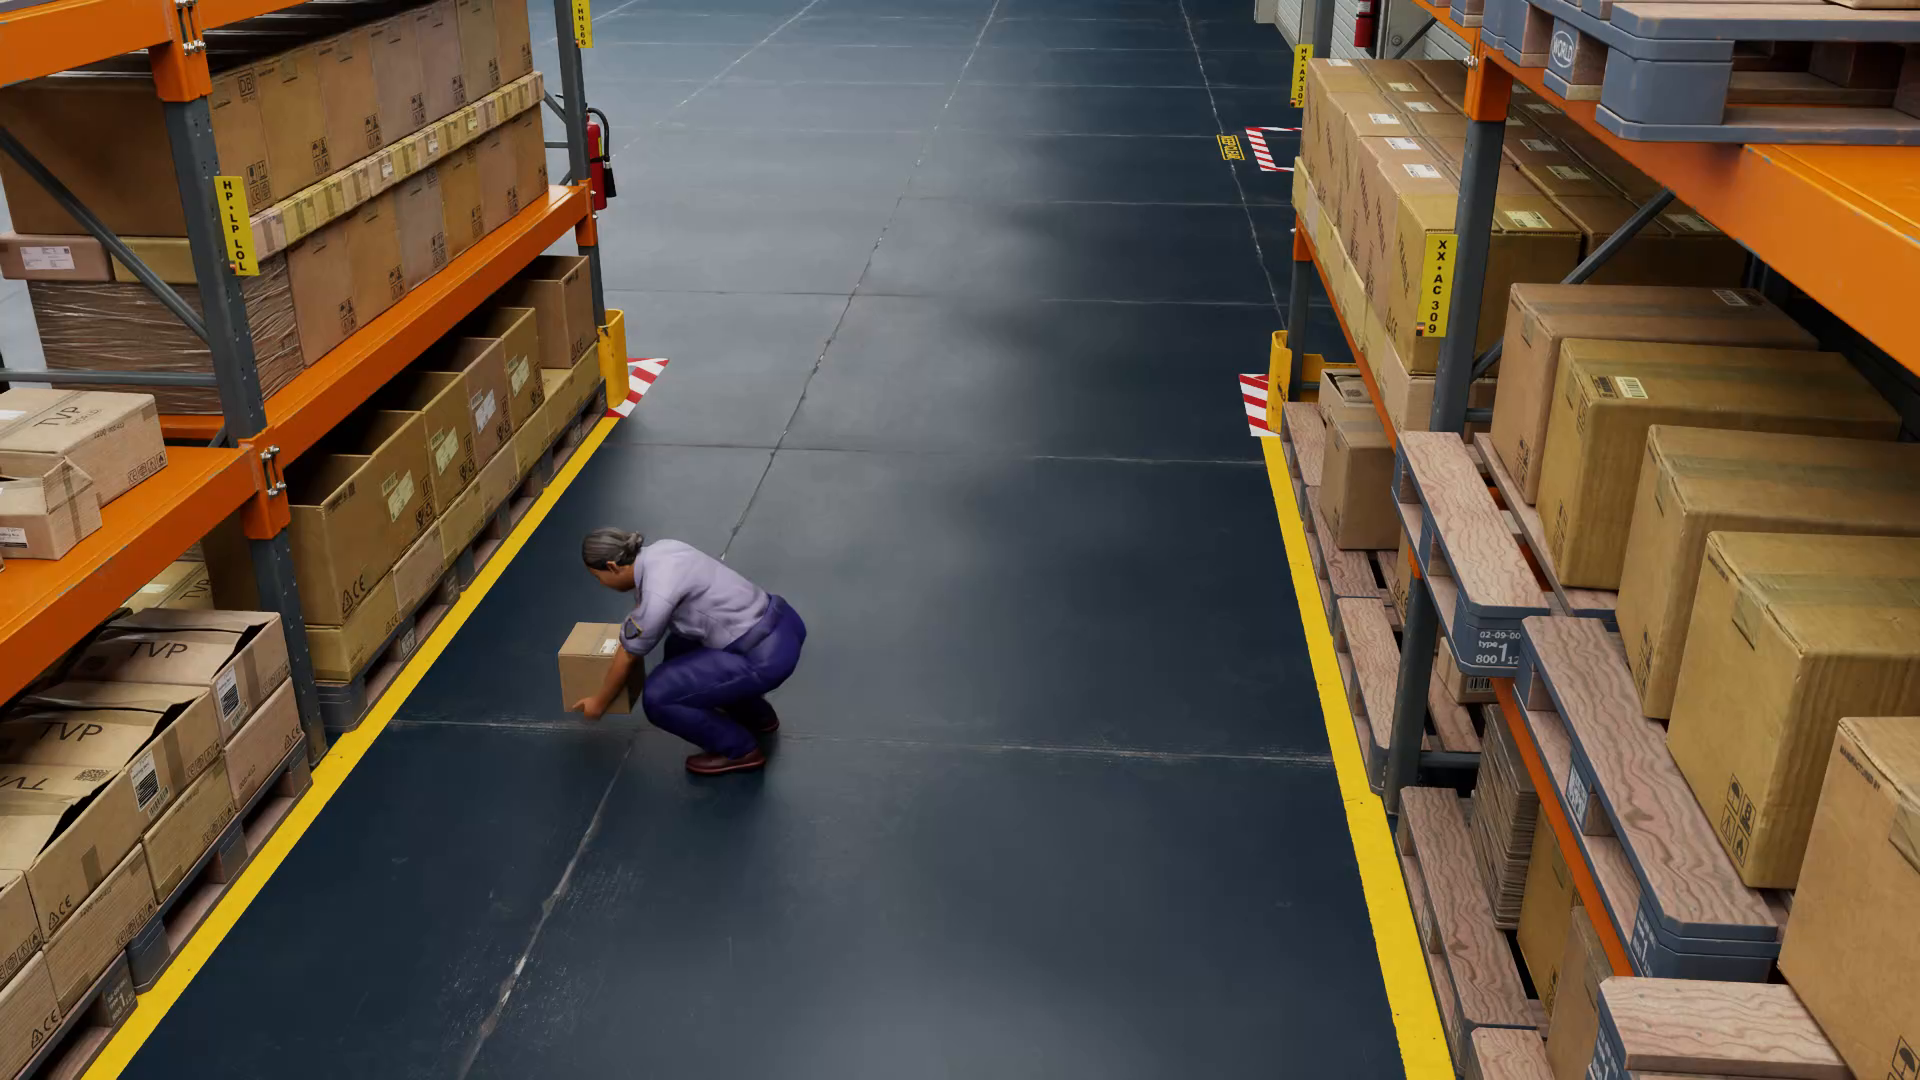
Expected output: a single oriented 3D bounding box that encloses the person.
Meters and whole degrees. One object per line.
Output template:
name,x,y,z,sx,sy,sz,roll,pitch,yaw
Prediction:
person,-1.009,0.372,6.181,0.854,0.940,0.510,1,25,3
